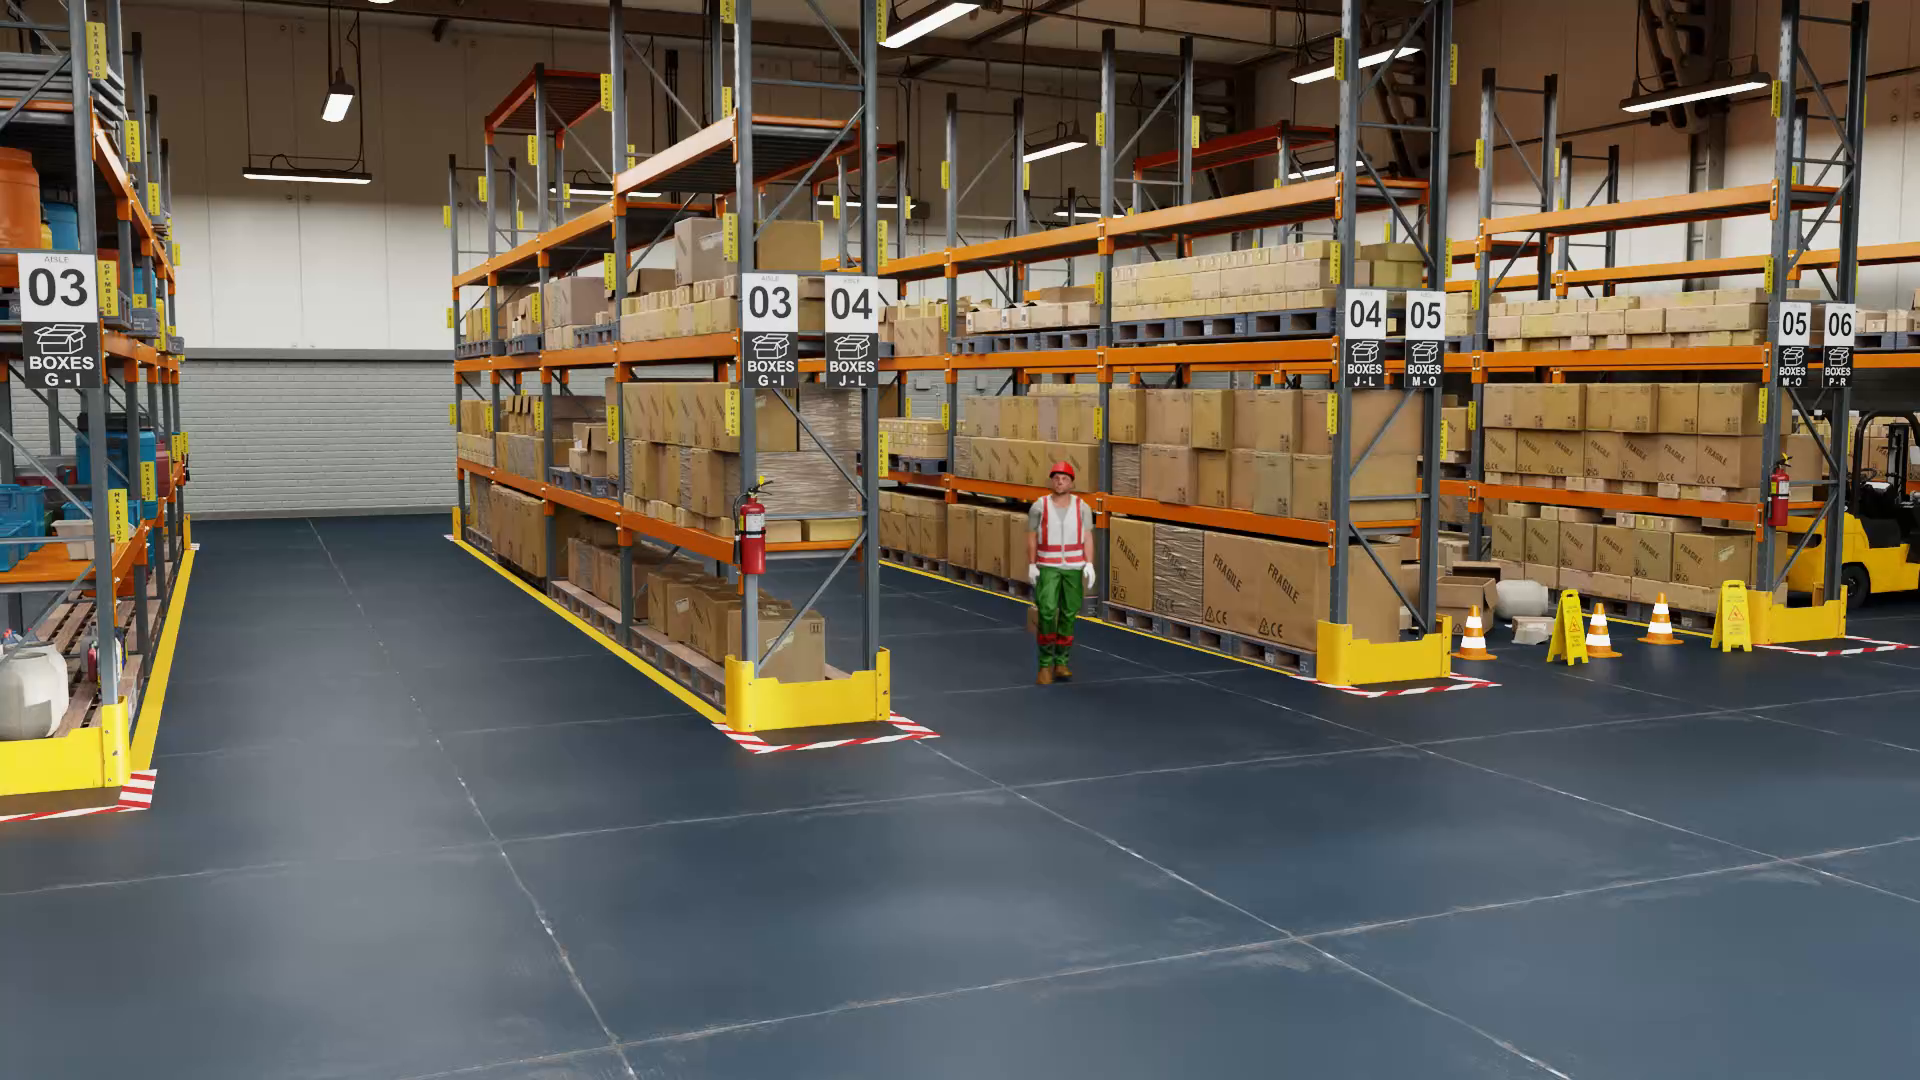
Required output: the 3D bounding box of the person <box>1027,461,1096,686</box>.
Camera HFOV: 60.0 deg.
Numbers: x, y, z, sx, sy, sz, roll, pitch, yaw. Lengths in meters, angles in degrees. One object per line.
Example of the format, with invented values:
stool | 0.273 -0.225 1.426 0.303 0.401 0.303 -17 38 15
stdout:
person | 0.832 0.272 13.604 0.529 1.829 0.491 -1 5 -6
